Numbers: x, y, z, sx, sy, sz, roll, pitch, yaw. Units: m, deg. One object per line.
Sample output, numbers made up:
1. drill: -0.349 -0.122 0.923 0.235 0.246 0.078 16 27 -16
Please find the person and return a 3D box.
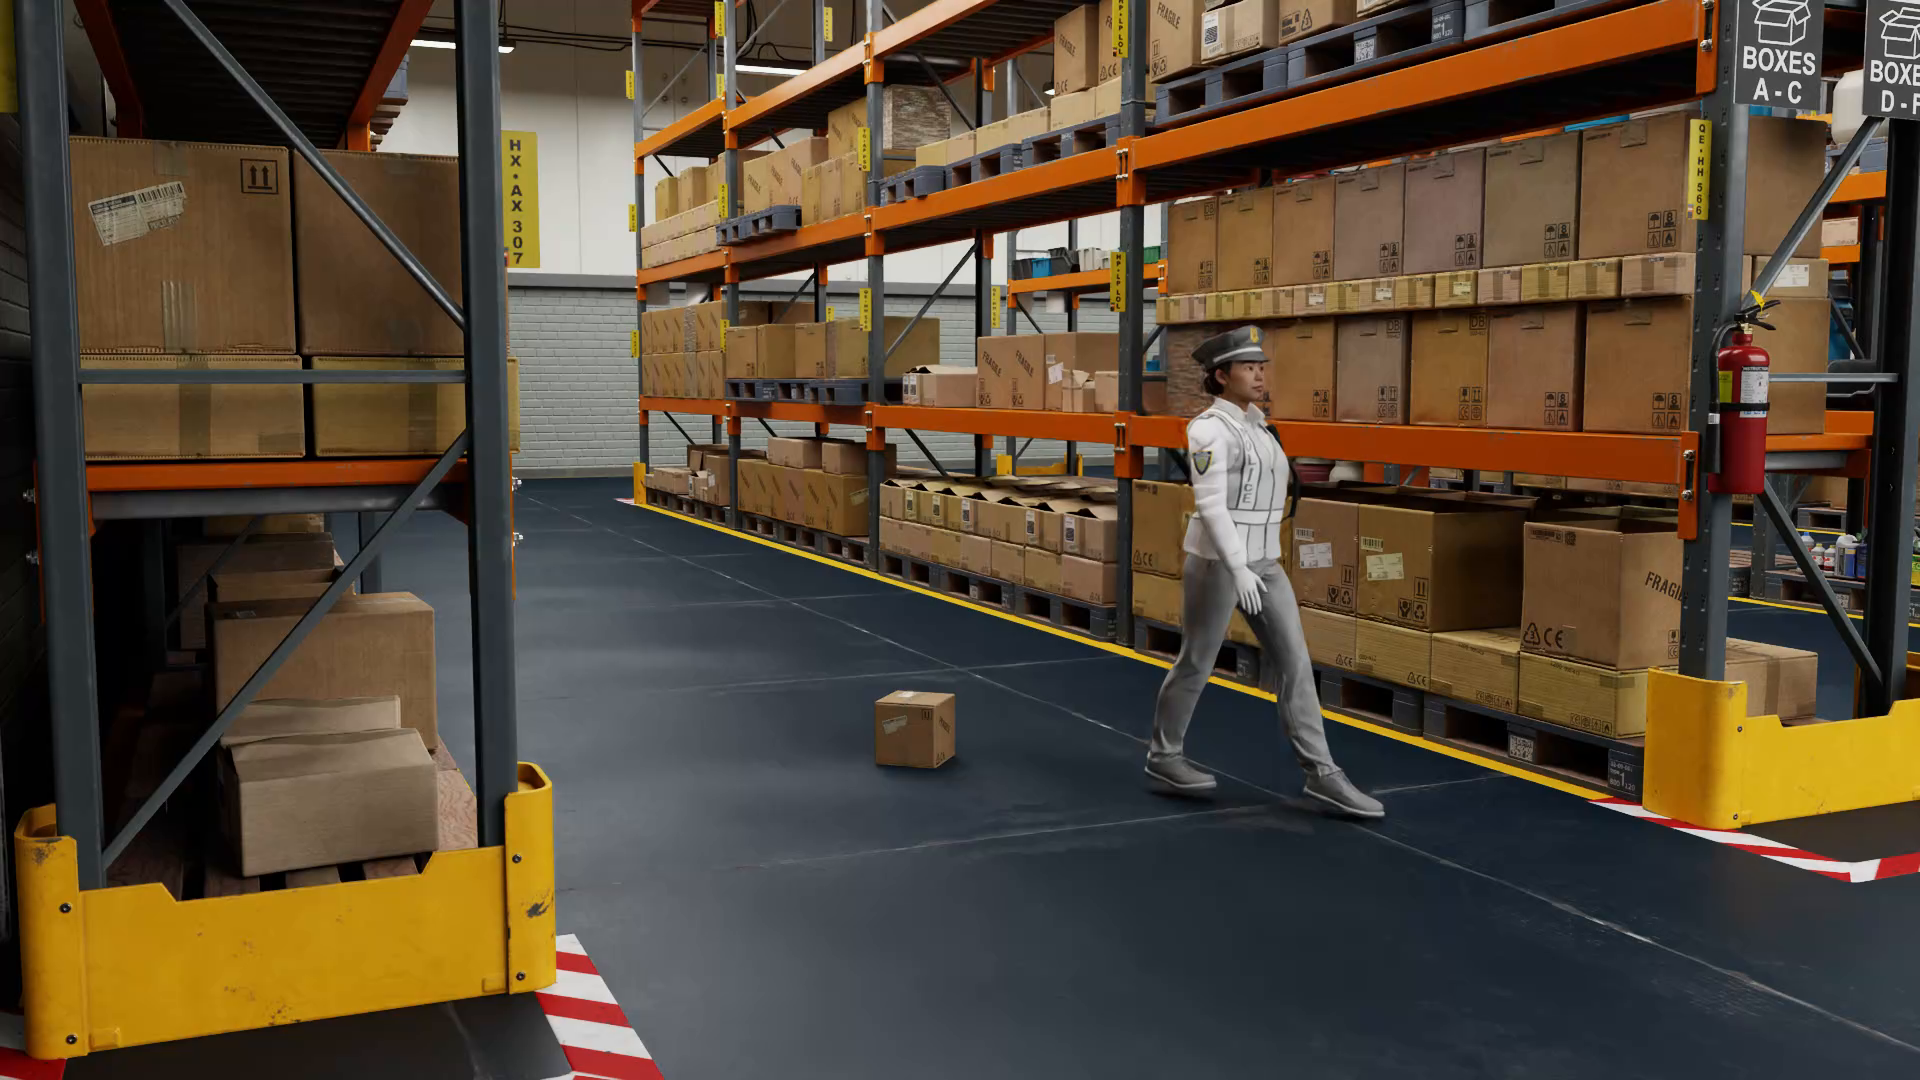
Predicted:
1. person: 1.020 0.094 5.751 0.877 1.667 0.533 5 7 43
